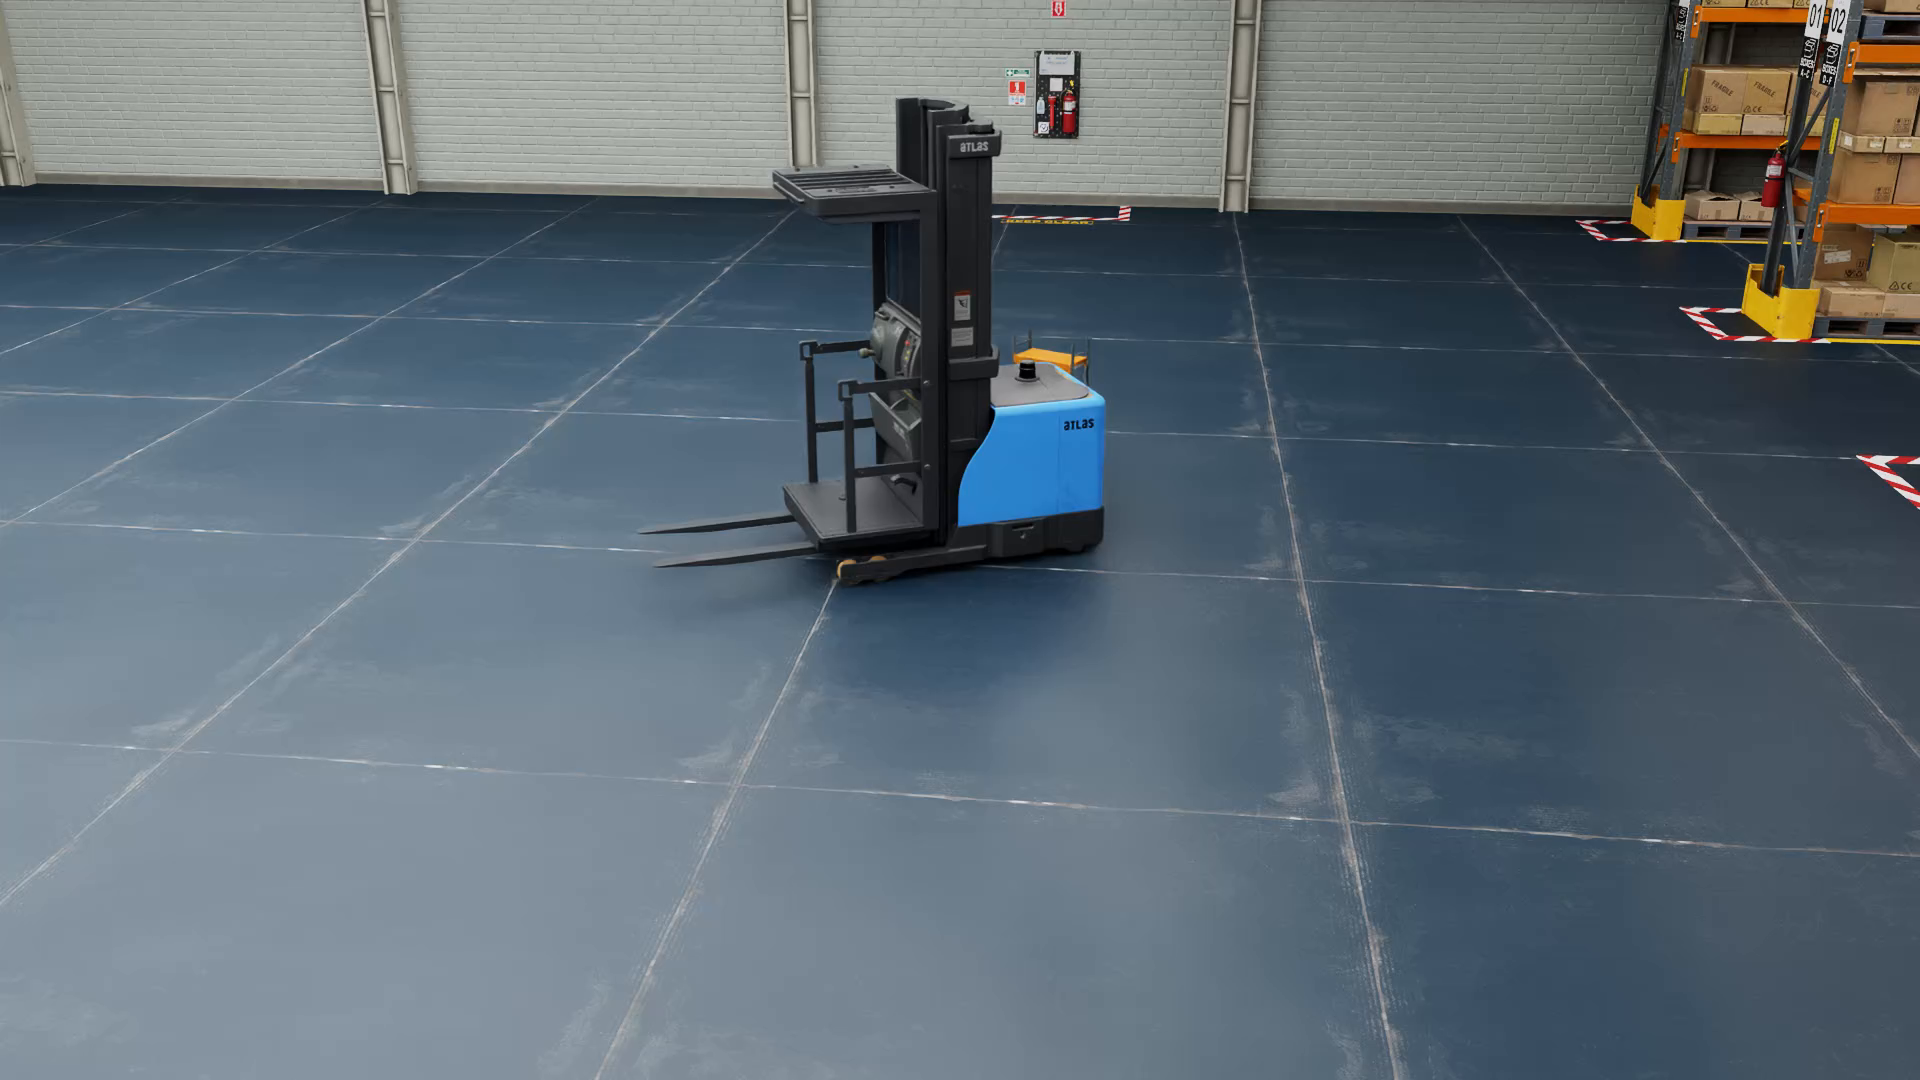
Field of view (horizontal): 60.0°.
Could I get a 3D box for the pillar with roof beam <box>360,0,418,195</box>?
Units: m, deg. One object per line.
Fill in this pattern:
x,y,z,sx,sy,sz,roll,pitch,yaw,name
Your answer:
-8.650,-7.685,18.638,0.400,9.000,9.100,2,22,6,pillar with roof beam

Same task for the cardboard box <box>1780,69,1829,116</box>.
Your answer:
10.375,-5.511,20.455,0.500,0.500,0.500,2,22,5,cardboard box

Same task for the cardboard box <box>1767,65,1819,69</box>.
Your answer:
10.440,-5.702,20.939,0.500,0.500,0.500,2,22,5,cardboard box

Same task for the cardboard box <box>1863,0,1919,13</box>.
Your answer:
8.925,-5.271,15.710,0.637,0.503,0.797,4,22,10,cardboard box

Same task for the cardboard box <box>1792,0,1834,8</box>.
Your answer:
10.282,-6.690,20.039,0.500,0.500,0.500,4,22,9,cardboard box

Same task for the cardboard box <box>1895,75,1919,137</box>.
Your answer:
9.393,-4.195,16.072,0.500,0.500,0.700,2,22,5,cardboard box

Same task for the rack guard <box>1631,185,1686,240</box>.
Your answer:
9.010,-4.237,21.476,0.348,0.500,1.175,2,22,6,rack guard

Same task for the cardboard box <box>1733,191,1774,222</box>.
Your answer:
10.177,-4.269,21.217,0.500,0.311,0.500,4,22,11,cardboard box

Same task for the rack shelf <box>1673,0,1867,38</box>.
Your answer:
10.920,-6.376,20.387,4.000,0.370,1.077,2,22,6,rack shelf

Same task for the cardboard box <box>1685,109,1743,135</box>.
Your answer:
9.381,-5.205,20.702,0.500,0.250,0.500,2,22,5,cardboard box

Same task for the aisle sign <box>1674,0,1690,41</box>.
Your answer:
8.827,-6.505,20.278,0.004,0.787,0.394,2,22,6,aisle sign

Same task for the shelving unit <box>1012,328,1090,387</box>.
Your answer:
0.652,-0.888,12.052,0.503,1.200,0.258,14,26,32,shelving unit

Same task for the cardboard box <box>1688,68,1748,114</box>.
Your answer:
9.373,-5.560,20.581,0.500,0.500,0.500,3,22,6,cardboard box

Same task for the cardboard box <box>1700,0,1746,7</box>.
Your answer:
9.237,-6.747,20.184,0.500,0.500,0.500,3,22,8,cardboard box

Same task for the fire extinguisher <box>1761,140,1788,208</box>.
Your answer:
8.292,-3.732,16.906,0.183,0.674,0.296,2,22,6,fire extinguisher

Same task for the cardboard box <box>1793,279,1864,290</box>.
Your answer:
8.922,-2.595,17.092,0.500,0.250,0.500,2,22,6,cardboard box

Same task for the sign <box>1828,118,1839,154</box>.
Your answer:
8.284,-3.831,15.764,0.005,0.325,0.100,2,22,6,sign

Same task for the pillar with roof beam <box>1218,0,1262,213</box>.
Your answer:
3.266,-7.166,17.325,0.400,9.000,9.100,2,22,6,pillar with roof beam

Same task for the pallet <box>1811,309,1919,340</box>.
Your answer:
9.119,-2.279,16.917,1.213,0.211,1.003,2,22,6,pallet

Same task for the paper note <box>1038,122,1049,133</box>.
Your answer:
1.156,-5.692,22.954,0.142,0.148,0.016,2,22,6,paper note

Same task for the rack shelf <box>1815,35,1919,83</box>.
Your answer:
10.341,-4.567,15.812,4.000,0.370,1.077,2,22,6,rack shelf

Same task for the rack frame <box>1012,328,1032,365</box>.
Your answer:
0.450,-0.939,12.180,0.015,1.200,0.240,14,26,32,rack frame

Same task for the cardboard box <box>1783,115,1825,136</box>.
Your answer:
10.404,-5.163,20.597,0.500,0.250,0.500,2,22,5,cardboard box

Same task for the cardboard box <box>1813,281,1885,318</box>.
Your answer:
8.861,-2.406,16.614,0.500,0.250,0.500,2,22,6,cardboard box

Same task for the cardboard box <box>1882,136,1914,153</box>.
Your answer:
8.982,-3.836,16.044,0.250,0.149,0.380,2,22,5,cardboard box

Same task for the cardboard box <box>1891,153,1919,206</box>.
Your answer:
9.339,-3.594,16.315,0.500,0.500,0.700,3,22,8,cardboard box

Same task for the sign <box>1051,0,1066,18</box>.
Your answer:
1.327,-7.183,22.376,0.199,0.298,0.001,2,22,6,sign

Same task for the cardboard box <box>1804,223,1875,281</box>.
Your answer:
8.923,-2.944,16.956,0.500,0.500,0.500,2,22,6,cardboard box

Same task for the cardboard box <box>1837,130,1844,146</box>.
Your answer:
8.757,-3.995,16.446,0.250,0.149,0.380,2,22,5,cardboard box

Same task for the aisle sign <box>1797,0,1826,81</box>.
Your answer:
8.324,-4.913,16.250,0.004,0.787,0.394,2,22,6,aisle sign

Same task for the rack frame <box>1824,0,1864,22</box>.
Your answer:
8.355,-6.383,15.347,0.127,3.000,1.000,2,22,6,rack frame

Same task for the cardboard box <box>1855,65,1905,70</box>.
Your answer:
11.457,-5.662,20.837,0.500,0.500,0.500,3,22,8,cardboard box

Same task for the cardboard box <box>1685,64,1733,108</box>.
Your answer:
9.427,-5.748,21.056,0.500,0.500,0.500,2,22,6,cardboard box

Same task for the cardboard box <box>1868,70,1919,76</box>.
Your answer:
11.405,-5.470,20.354,0.500,0.500,0.500,2,22,5,cardboard box

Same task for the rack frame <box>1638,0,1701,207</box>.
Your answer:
8.934,-5.402,21.025,0.127,3.000,1.000,2,22,6,rack frame

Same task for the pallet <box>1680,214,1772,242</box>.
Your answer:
9.812,-4.054,21.408,1.213,0.211,1.003,2,22,6,pallet

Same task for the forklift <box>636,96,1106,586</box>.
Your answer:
-0.602,-1.287,10.709,3.031,2.935,1.130,-7,23,-18,forklift
